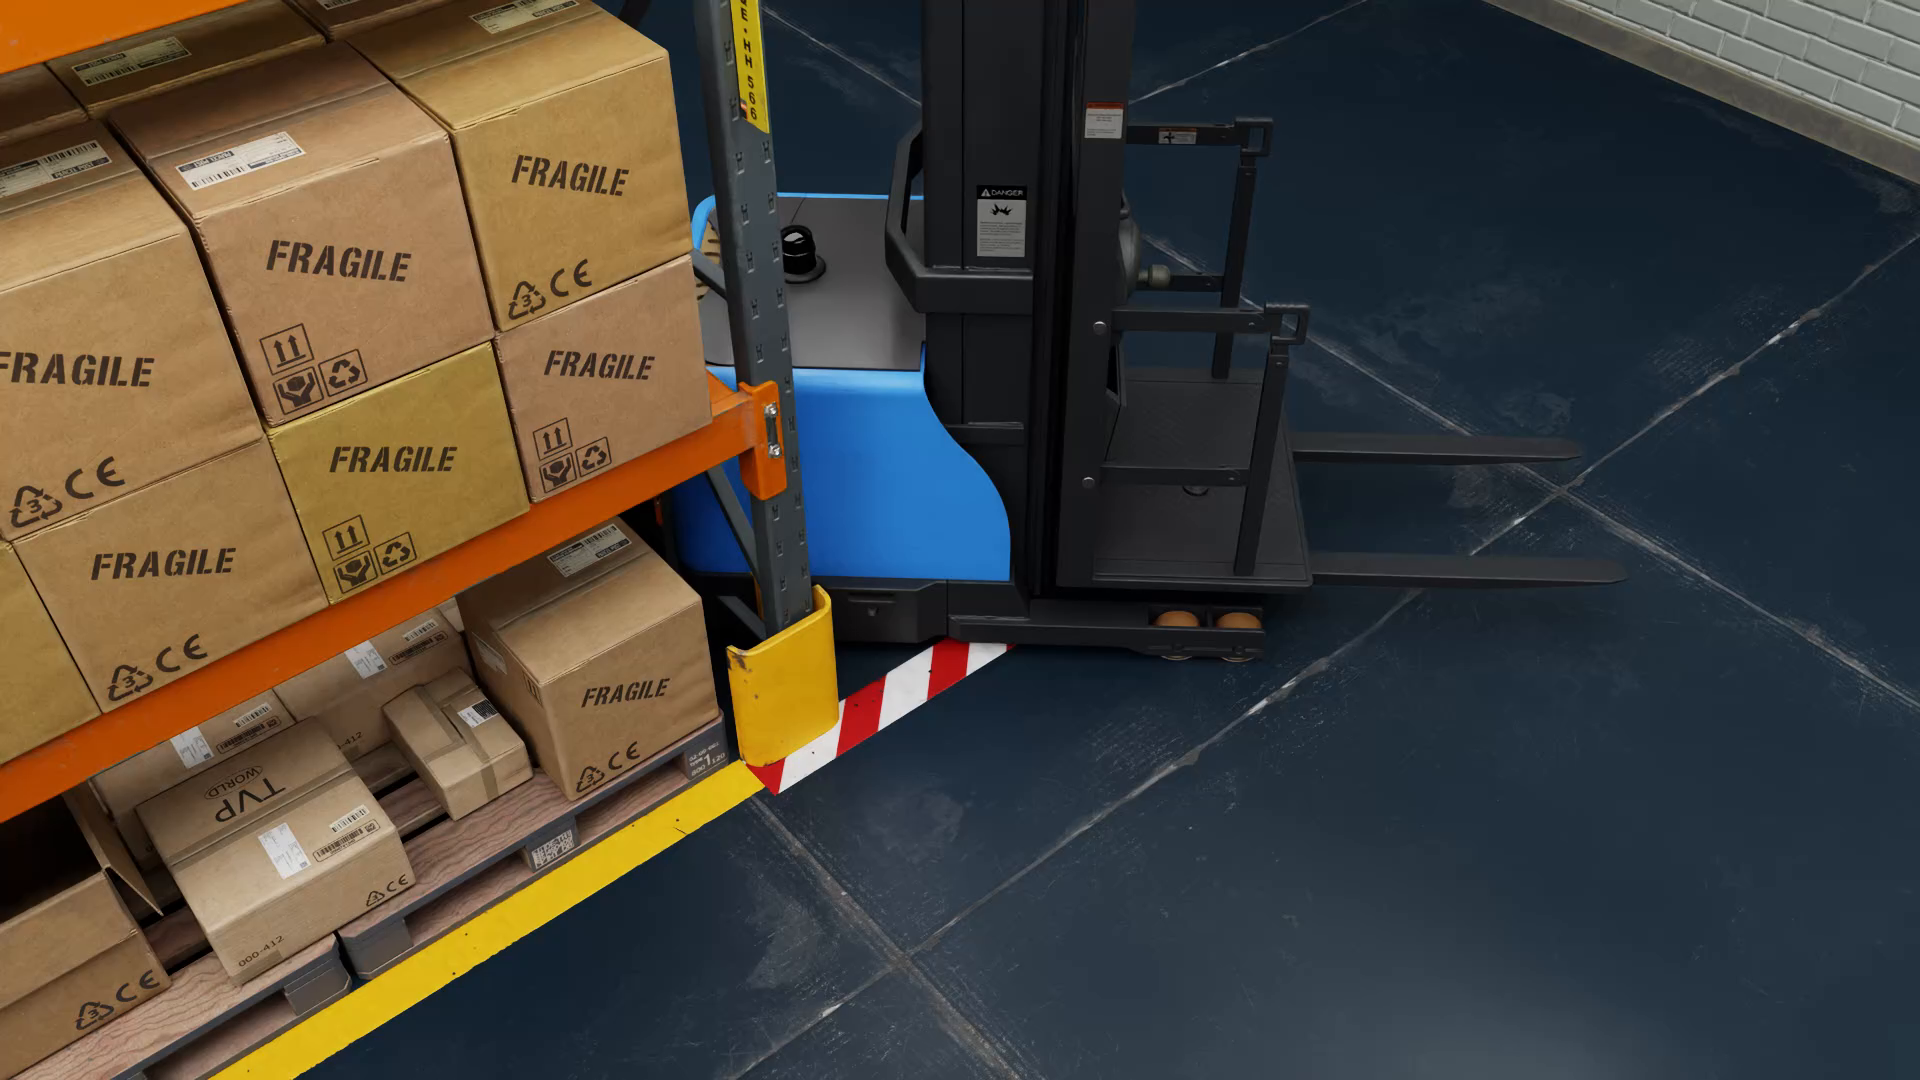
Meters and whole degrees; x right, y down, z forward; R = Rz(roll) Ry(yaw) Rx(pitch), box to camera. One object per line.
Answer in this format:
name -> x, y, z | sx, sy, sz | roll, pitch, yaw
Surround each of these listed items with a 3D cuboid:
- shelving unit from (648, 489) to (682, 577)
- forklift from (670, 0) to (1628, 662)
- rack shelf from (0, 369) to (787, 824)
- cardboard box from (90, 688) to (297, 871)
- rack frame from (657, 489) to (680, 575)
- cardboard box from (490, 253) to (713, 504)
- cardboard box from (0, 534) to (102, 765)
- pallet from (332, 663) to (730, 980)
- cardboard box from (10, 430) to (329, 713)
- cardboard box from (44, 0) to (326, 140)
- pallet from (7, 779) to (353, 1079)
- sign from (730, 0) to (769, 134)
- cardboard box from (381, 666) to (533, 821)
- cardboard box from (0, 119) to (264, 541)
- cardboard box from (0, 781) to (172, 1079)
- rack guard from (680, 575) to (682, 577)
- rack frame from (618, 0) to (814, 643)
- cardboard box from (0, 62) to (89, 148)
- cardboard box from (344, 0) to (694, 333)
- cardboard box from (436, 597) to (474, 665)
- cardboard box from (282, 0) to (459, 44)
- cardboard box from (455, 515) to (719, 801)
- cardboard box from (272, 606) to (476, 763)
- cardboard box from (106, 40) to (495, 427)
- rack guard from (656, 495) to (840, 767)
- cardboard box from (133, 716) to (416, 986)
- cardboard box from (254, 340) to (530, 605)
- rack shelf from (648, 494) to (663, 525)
shelving unit -> -1.409, -0.414, 5.003 | 1.083, 1.500, 0.587 | -1, 42, -2
forklift -> 0.627, -1.051, 4.728 | 3.031, 2.935, 1.130 | 2, 43, 2
rack shelf -> -2.330, 0.336, 3.727 | 4.000, 0.370, 1.077 | -30, 51, -28
cardboard box -> -2.162, 0.566, 4.643 | 0.500, 0.250, 0.500 | -30, 51, -28
rack frame -> -0.892, -0.421, 5.024 | 0.032, 1.500, 0.500 | -1, 42, -2
cardboard box -> -0.965, -0.501, 4.020 | 0.500, 0.500, 0.500 | -28, 50, -27
cardboard box -> -2.133, 0.166, 3.309 | 0.500, 0.500, 0.500 | -31, 51, -28
pallet -> -1.465, 0.596, 4.962 | 1.213, 0.211, 1.003 | -30, 51, -28
cardboard box -> -1.746, -0.056, 3.545 | 0.500, 0.500, 0.500 | -29, 51, -28
cardboard box -> -1.701, -0.916, 3.730 | 0.500, 0.500, 0.500 | -29, 51, -27
pallet -> -2.400, 1.129, 4.394 | 1.213, 0.211, 1.003 | -30, 51, -28
sign -> -0.455, -1.042, 3.591 | 0.005, 0.325, 0.100 | -30, 51, -28
cardboard box -> -1.423, 0.567, 4.704 | 0.250, 0.166, 0.380 | -30, 51, -28
cardboard box -> -1.742, -0.413, 3.195 | 0.500, 0.500, 0.500 | -28, 50, -27
cardboard box -> -2.426, 0.874, 4.131 | 0.637, 0.503, 0.797 | -30, 51, -28
rack guard -> -0.923, 0.046, 5.439 | 0.087, 0.250, 0.587 | -1, 42, -2
rack frame -> -0.796, -0.805, 4.416 | 0.127, 3.000, 1.000 | -30, 51, -28
cardboard box -> -2.088, -0.698, 3.499 | 0.500, 0.500, 0.500 | -29, 50, -27
cardboard box -> -0.961, -0.866, 3.677 | 0.500, 0.500, 0.500 | -30, 51, -28
cardboard box -> -1.529, 0.181, 5.114 | 0.250, 0.166, 0.380 | -30, 51, -28
cardboard box -> -1.305, -1.149, 3.979 | 0.500, 0.500, 0.500 | -28, 50, -27
cardboard box -> -1.055, 0.314, 4.729 | 0.500, 0.500, 0.500 | -30, 51, -28
cardboard box -> -1.778, 0.347, 4.877 | 0.500, 0.250, 0.500 | -30, 51, -28
cardboard box -> -1.348, -0.643, 3.441 | 0.500, 0.500, 0.500 | -28, 50, -27
rack guard -> -0.854, 0.140, 5.236 | 0.348, 0.500, 1.175 | -30, 51, -28
cardboard box -> -1.803, 0.807, 4.387 | 0.500, 0.250, 0.500 | -30, 51, -28
cardboard box -> -1.360, -0.272, 3.775 | 0.500, 0.500, 0.500 | -29, 51, -28
rack shelf -> -1.403, -0.280, 5.123 | 1.000, 0.185, 0.538 | -1, 42, -2
